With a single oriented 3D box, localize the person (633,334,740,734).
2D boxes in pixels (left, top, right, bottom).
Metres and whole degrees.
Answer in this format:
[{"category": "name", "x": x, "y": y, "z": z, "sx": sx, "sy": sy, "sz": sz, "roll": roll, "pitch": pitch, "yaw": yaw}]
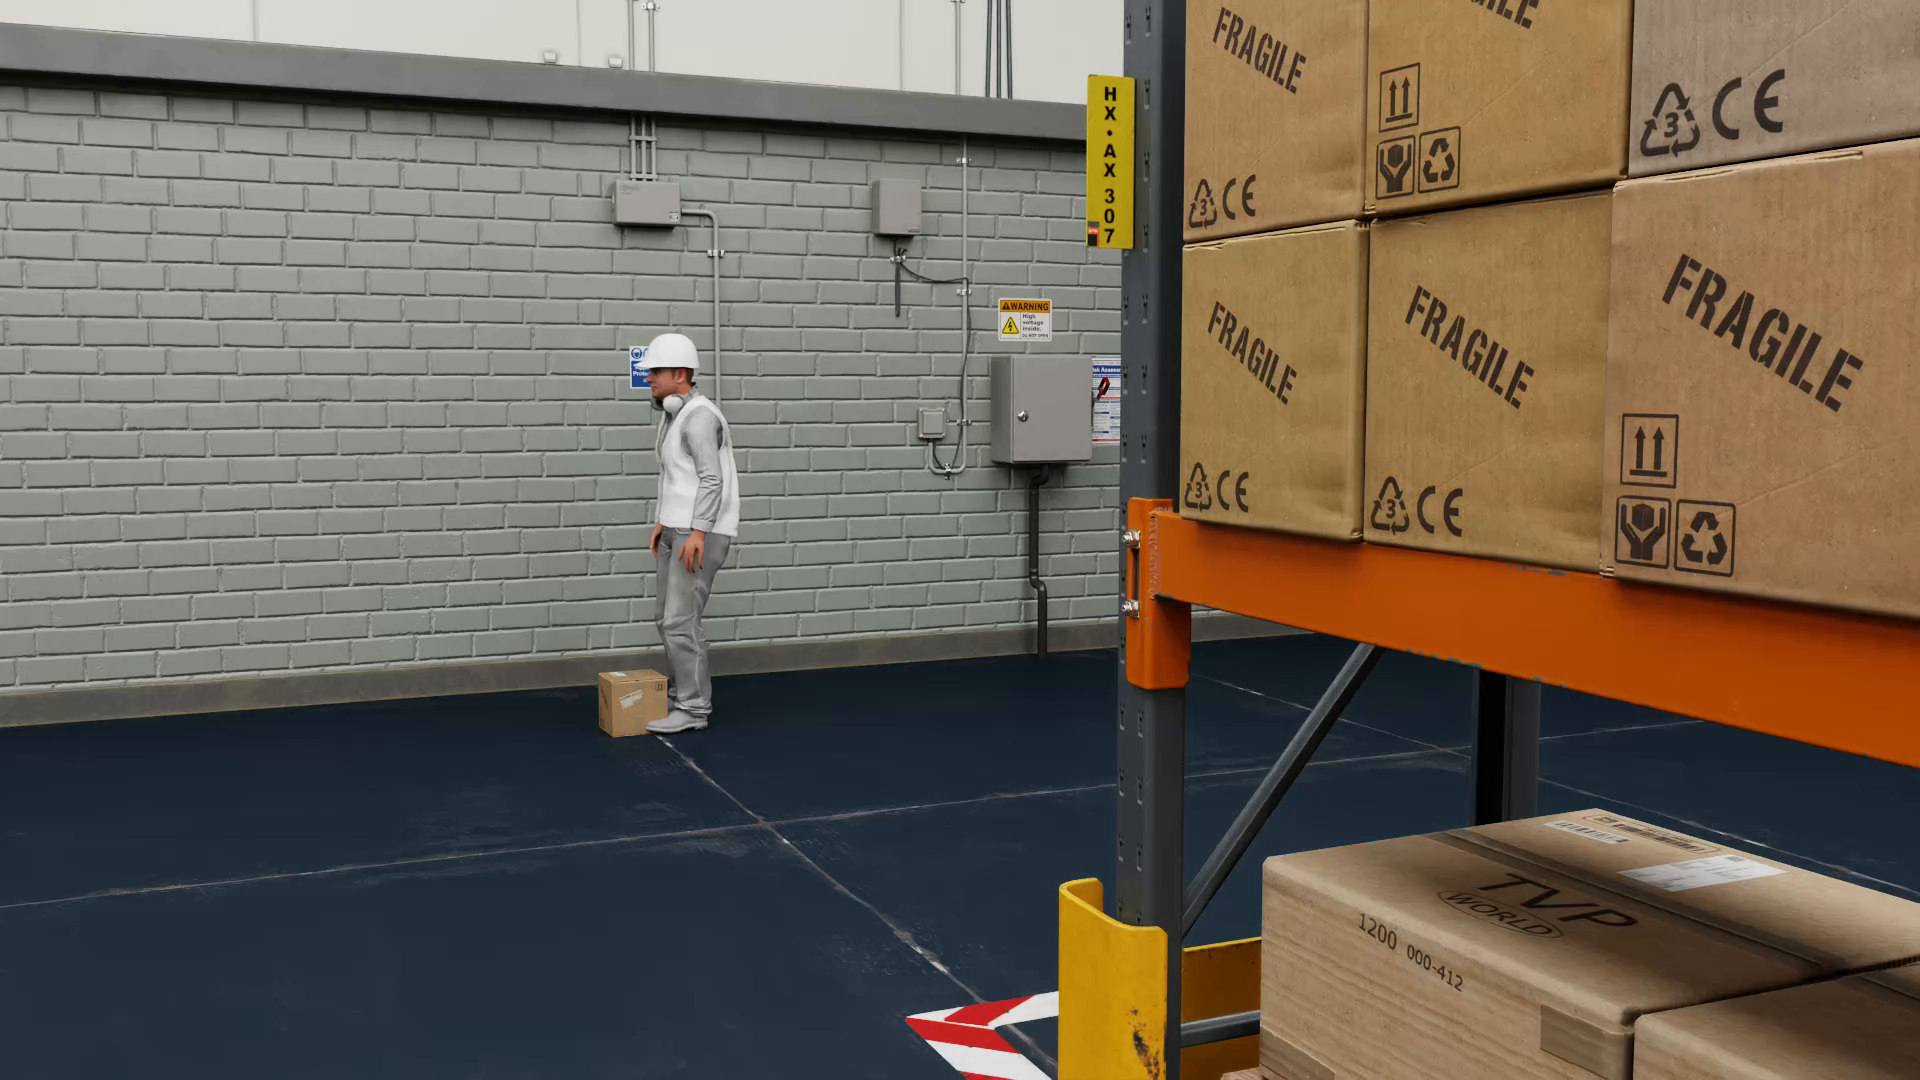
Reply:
[{"category": "person", "x": -1.237, "y": -0.037, "z": 7.498, "sx": 0.465, "sy": 1.772, "sz": 0.590, "roll": -3, "pitch": 6, "yaw": -26}]
